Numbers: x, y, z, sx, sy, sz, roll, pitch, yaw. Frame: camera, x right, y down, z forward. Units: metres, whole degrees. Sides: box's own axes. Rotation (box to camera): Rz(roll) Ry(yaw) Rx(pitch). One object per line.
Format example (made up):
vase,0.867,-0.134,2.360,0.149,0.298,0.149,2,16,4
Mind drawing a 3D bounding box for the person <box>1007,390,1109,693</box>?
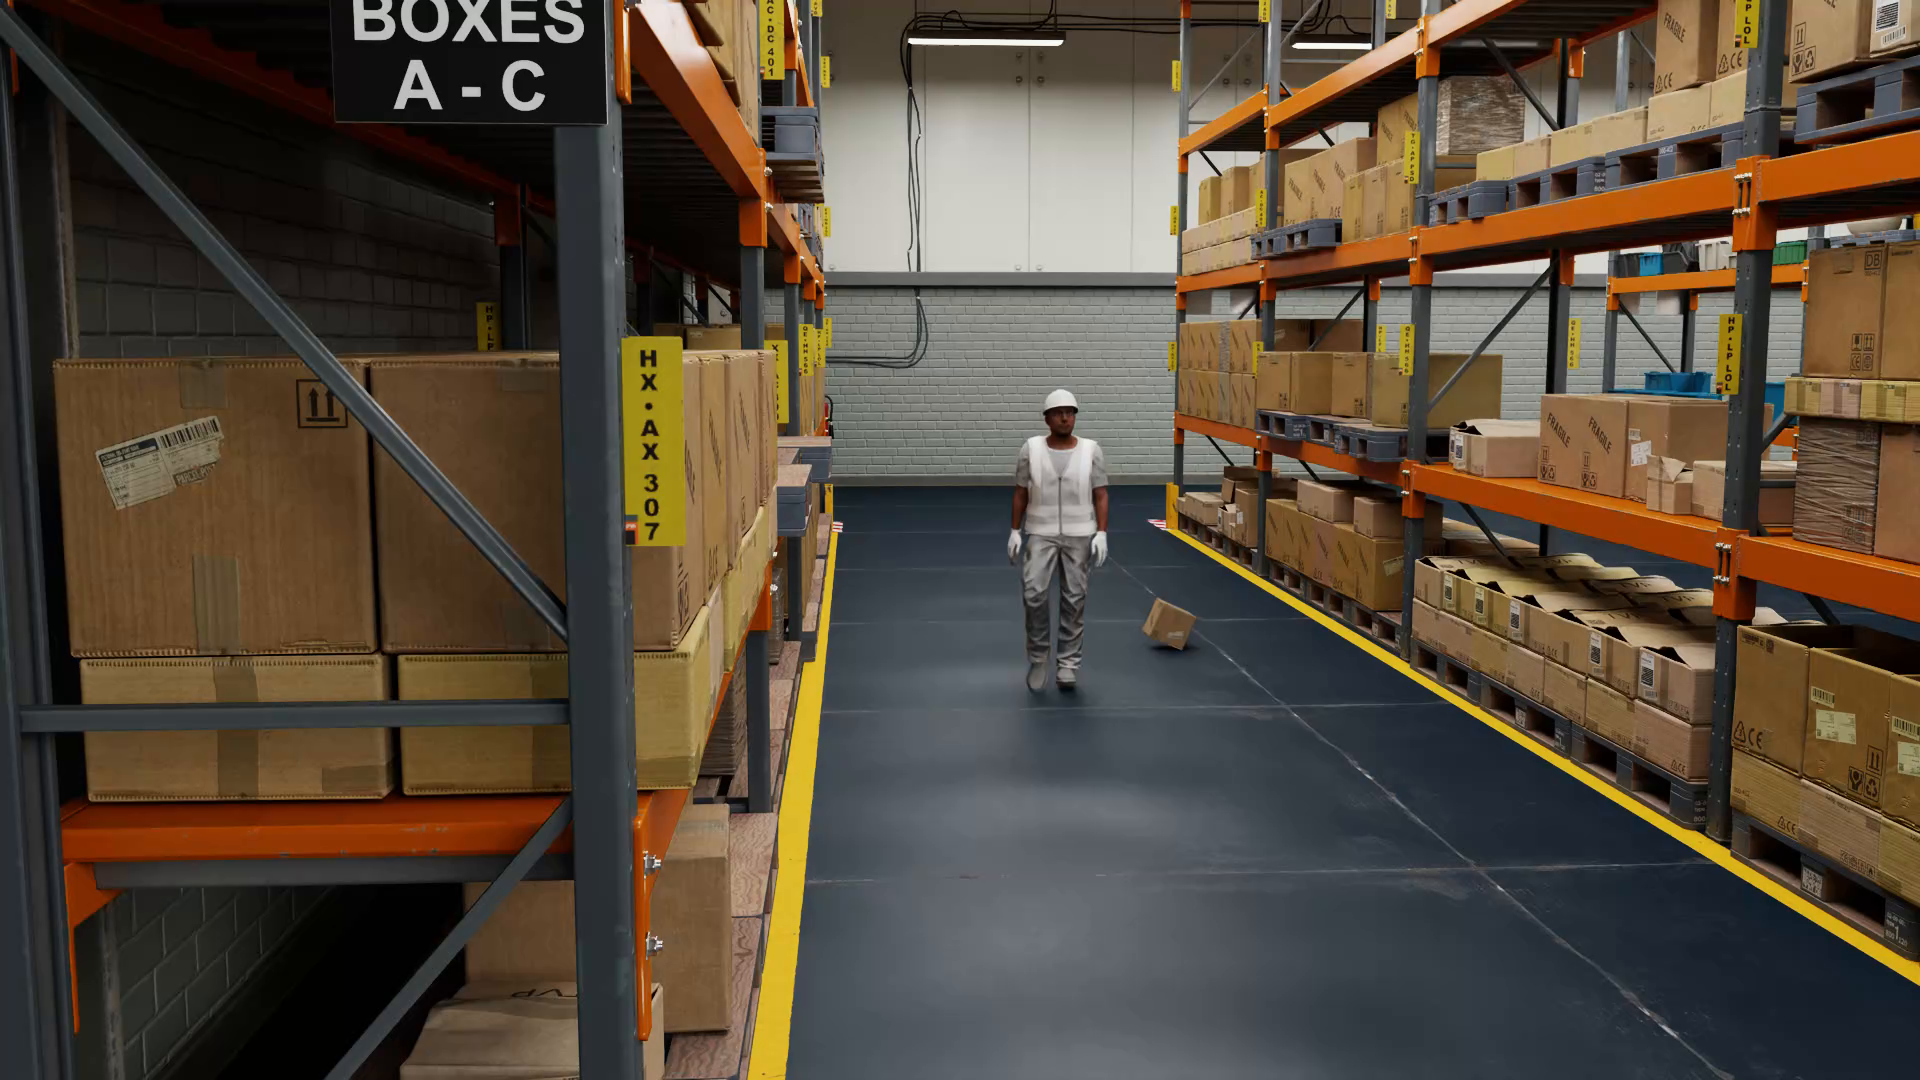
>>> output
person,0.589,0.013,9.947,0.603,1.820,0.471,0,7,0
